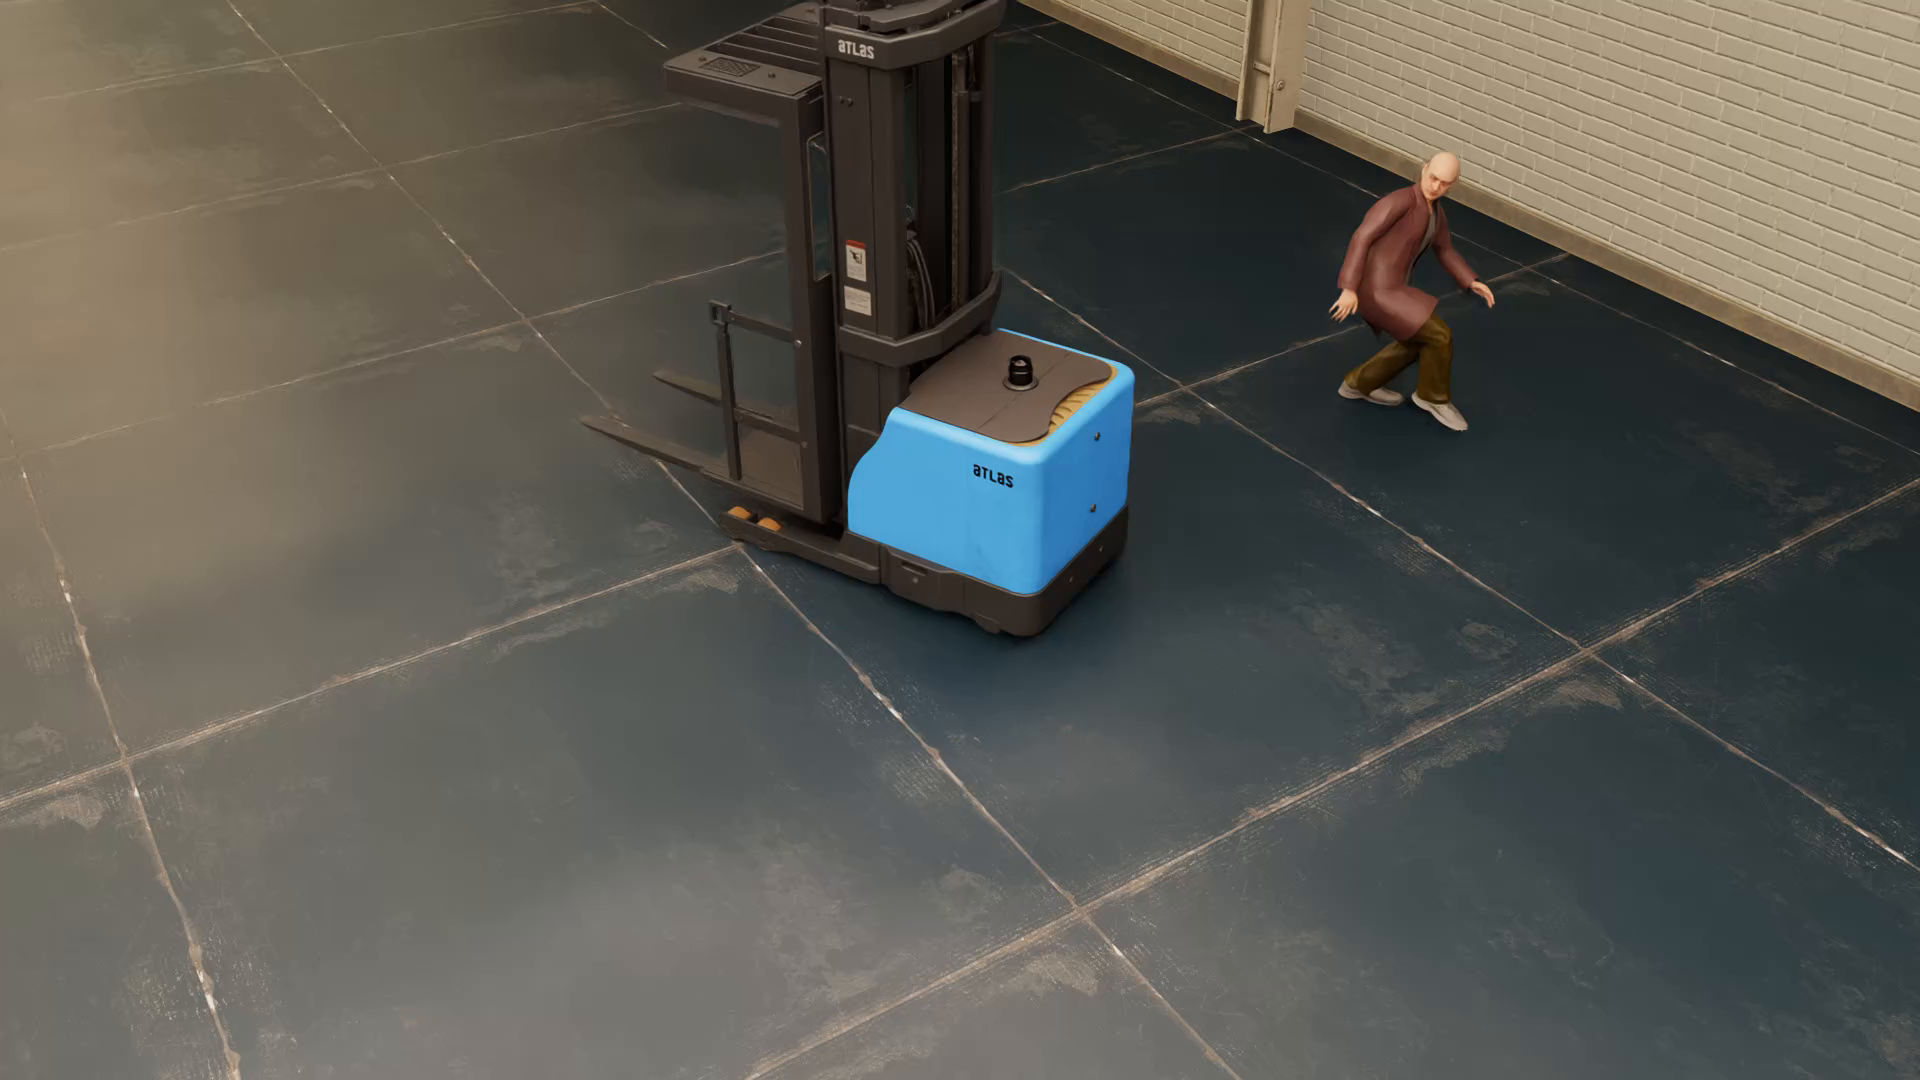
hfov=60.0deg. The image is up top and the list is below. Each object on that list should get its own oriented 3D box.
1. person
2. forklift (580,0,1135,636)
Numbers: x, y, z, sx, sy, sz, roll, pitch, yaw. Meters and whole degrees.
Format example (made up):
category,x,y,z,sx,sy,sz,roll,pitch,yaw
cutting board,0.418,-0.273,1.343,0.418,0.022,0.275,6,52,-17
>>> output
category,x,y,z,sx,sy,sz,roll,pitch,yaw
person,2.547,-1.351,9.267,0.818,1.590,0.806,15,38,20
forklift,-0.660,-1.379,8.111,3.031,2.935,1.130,20,40,26
